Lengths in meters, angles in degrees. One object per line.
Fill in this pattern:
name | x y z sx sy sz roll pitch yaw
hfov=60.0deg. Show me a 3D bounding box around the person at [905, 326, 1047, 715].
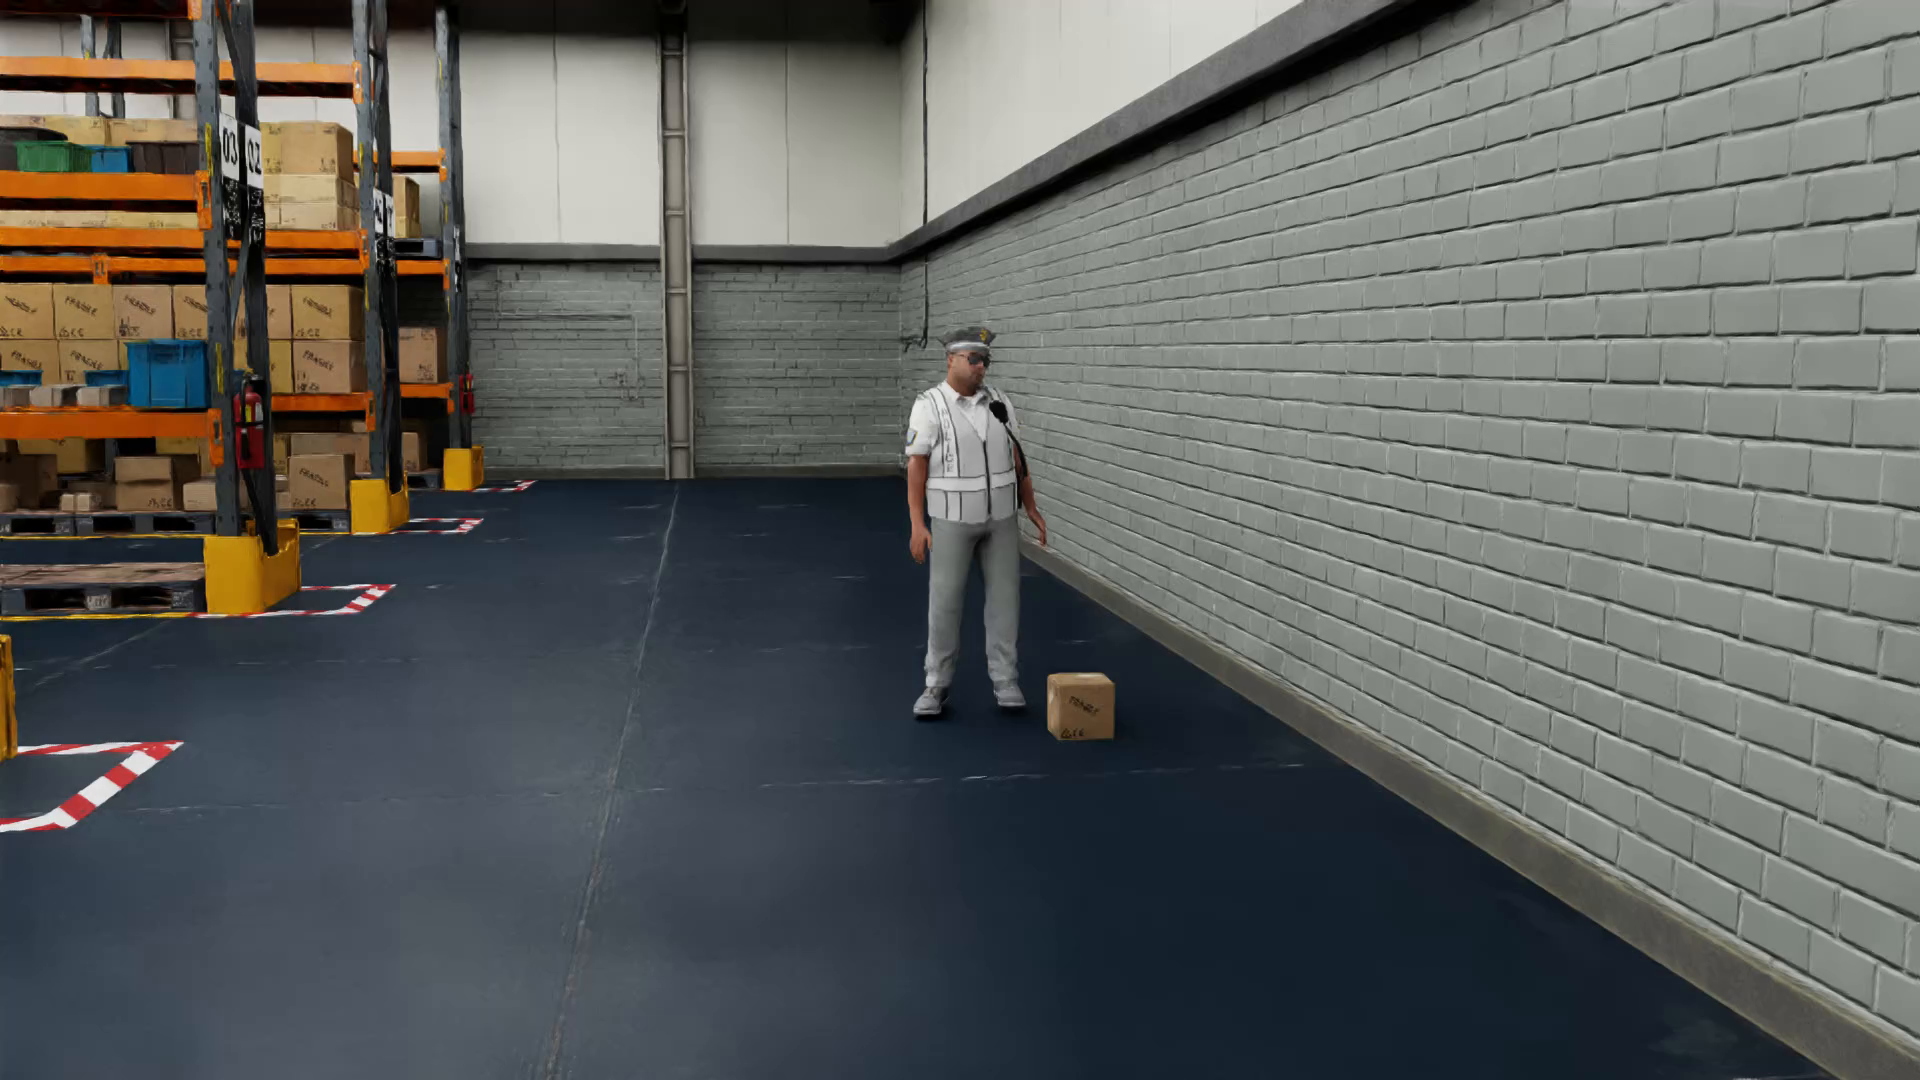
person | 0.074 -0.093 7.715 0.664 1.778 0.430 -3 7 -23
